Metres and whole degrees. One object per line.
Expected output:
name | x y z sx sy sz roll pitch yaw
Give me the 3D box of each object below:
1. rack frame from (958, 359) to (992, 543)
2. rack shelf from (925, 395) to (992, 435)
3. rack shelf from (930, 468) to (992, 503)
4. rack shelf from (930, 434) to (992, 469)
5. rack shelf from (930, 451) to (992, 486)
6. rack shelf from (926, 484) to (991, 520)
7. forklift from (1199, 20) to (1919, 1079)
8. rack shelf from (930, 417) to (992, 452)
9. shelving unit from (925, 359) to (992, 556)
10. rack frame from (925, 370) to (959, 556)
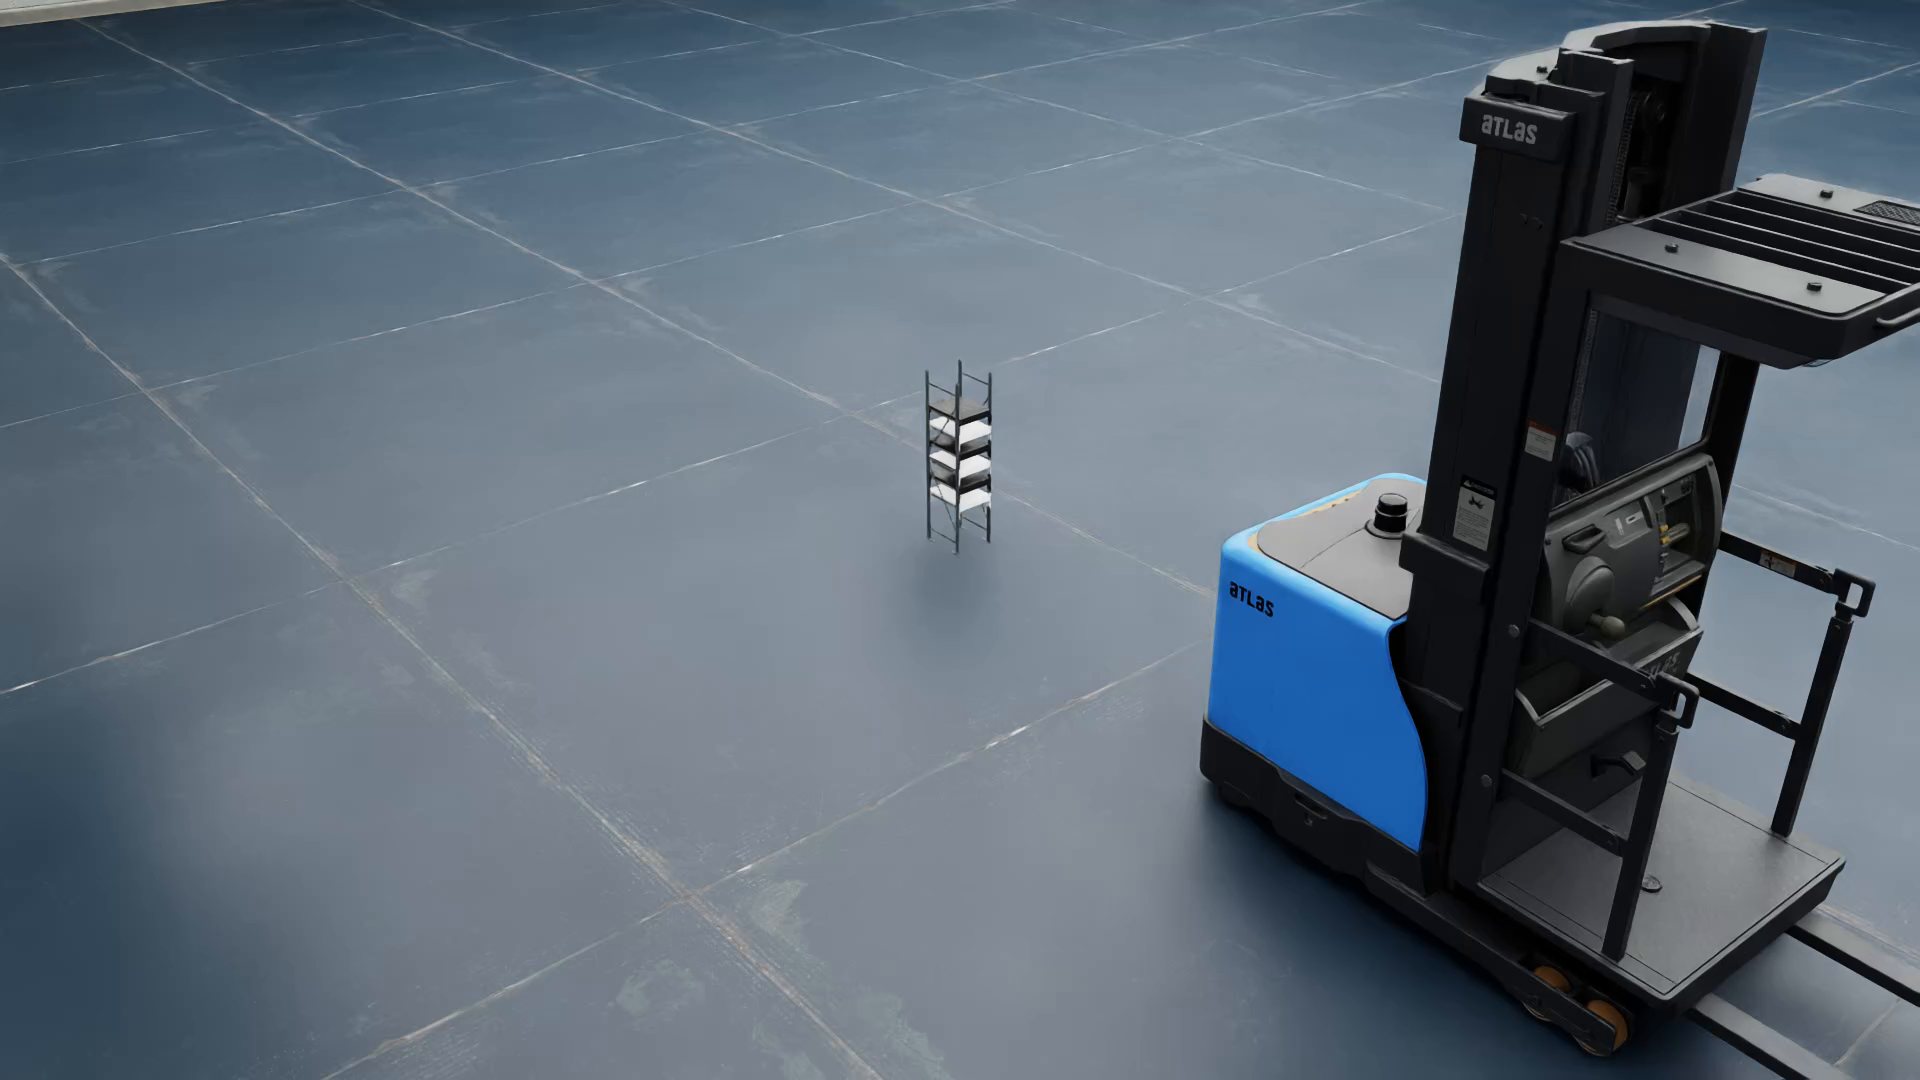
rack frame | 0.071 -0.426 8.091 0.006 0.900 0.240 -22 35 -35
rack shelf | -0.006 -0.603 7.922 0.200 0.077 0.258 -22 35 -35
rack shelf | -0.006 -0.286 8.091 0.200 0.077 0.258 -22 35 -35
rack shelf | -0.006 -0.444 8.007 0.200 0.077 0.258 -22 35 -35
rack shelf | -0.006 -0.365 8.049 0.200 0.077 0.258 -22 35 -35
rack shelf | -0.006 -0.206 8.134 0.200 0.077 0.258 -22 35 -35
forklift | 2.228 0.059 5.031 1.130 2.935 3.031 -20 34 -33
rack shelf | -0.006 -0.524 7.964 0.200 0.077 0.258 -22 35 -35
shelving unit | -0.006 -0.394 8.033 0.210 0.900 0.258 -22 35 -35
rack frame | -0.084 -0.363 7.975 0.006 0.900 0.240 -22 35 -35
